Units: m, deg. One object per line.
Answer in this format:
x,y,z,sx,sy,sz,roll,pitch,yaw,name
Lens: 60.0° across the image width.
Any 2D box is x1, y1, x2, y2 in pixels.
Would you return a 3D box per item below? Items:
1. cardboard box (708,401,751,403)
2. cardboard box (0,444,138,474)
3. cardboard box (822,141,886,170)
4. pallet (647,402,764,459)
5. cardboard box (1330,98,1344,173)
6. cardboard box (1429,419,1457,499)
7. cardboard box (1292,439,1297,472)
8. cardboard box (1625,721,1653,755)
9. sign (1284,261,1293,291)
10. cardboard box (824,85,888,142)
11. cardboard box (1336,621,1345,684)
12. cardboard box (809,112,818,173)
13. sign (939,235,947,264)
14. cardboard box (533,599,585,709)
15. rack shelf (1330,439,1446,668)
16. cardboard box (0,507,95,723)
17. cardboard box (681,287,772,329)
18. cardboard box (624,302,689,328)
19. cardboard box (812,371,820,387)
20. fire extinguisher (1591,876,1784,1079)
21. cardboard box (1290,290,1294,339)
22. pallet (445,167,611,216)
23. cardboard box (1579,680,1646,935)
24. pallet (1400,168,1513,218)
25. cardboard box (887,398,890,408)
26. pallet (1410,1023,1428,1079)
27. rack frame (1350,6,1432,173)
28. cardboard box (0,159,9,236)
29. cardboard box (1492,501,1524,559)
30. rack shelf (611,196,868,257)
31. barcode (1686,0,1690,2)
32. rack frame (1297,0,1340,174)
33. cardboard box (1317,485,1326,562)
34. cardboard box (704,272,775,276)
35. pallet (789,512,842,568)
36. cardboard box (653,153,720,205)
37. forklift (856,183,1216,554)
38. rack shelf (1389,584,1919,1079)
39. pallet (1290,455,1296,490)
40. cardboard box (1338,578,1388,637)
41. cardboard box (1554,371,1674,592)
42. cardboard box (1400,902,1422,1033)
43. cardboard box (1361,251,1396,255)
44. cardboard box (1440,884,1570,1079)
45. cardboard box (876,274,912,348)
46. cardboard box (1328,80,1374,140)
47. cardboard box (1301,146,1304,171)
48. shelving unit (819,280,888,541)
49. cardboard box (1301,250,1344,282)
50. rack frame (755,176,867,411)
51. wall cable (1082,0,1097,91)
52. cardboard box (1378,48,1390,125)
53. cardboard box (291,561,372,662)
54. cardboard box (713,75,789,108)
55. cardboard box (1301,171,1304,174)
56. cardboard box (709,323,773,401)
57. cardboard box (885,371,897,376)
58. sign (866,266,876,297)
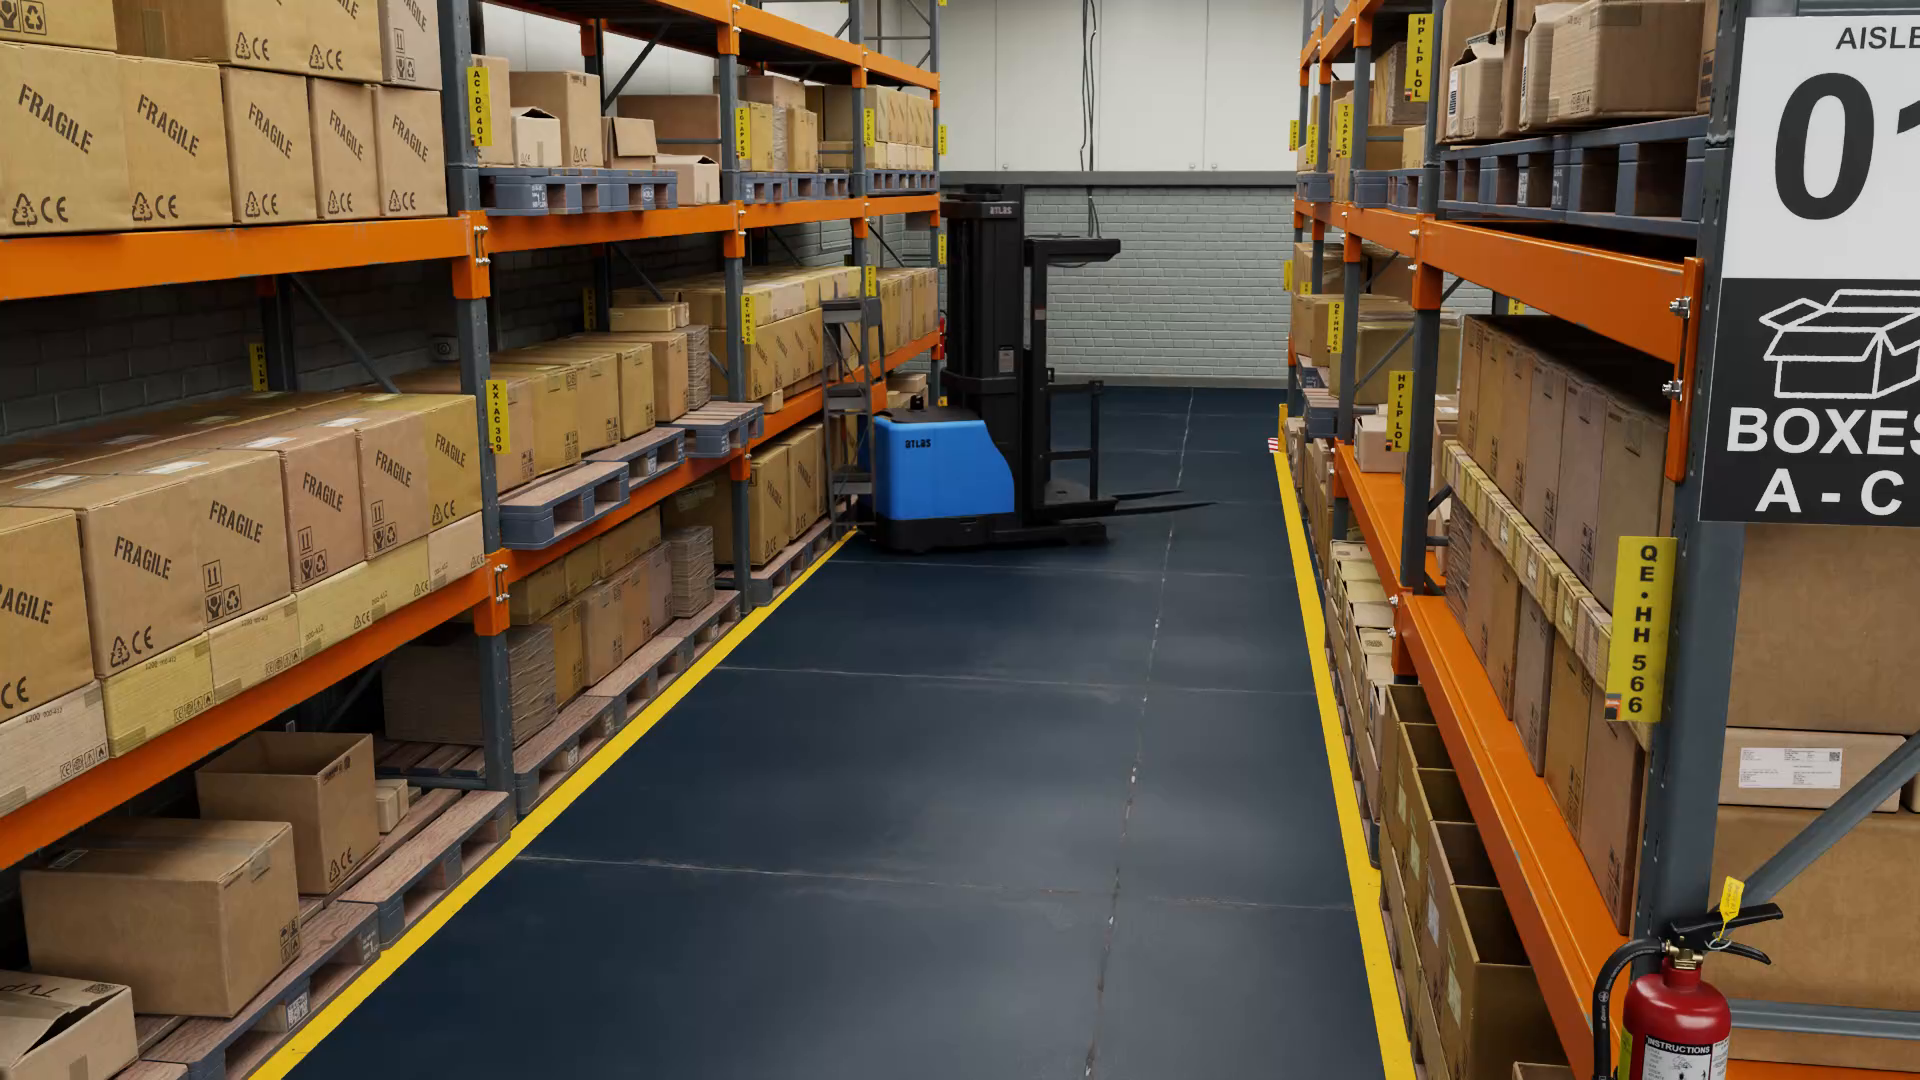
-1.684,-0.916,11.674,0.380,0.149,0.250,2,12,8,cardboard box
-3.092,-0.028,5.532,0.500,0.500,0.500,2,12,9,cardboard box
-0.982,-3.583,15.503,0.500,0.250,0.500,2,12,8,cardboard box
-1.968,-0.723,10.682,1.213,0.211,1.003,2,12,9,pallet
3.397,-3.308,13.632,0.600,0.600,0.600,1,12,3,cardboard box
2.532,-0.294,7.999,0.500,0.500,0.500,3,12,13,cardboard box
3.470,-0.826,16.043,0.500,0.311,0.500,2,12,9,cardboard box
1.611,0.351,3.470,0.380,0.149,0.250,2,12,10,cardboard box
3.626,-2.915,18.343,0.100,0.325,0.005,2,12,9,sign
-0.962,-3.954,15.442,0.500,0.500,0.500,2,12,8,cardboard box
2.411,0.643,9.420,0.500,0.250,0.500,2,12,7,cardboard box
-1.592,-3.352,14.024,0.700,0.500,0.500,1,12,6,cardboard box
-0.199,-3.295,18.852,0.100,0.325,0.005,2,12,9,sign
-2.452,0.608,8.940,0.700,0.500,0.500,2,12,8,cardboard box
2.624,-0.041,8.769,1.077,0.370,4.000,2,12,9,rack shelf
-2.738,0.202,4.465,0.500,0.500,0.500,2,12,9,cardboard box
-1.635,-1.631,11.671,0.500,0.250,0.500,2,12,10,cardboard box
-1.987,-1.477,10.903,0.380,0.149,0.250,0,12,1,cardboard box
-1.359,-1.345,13.665,0.380,0.149,0.250,2,12,7,cardboard box
1.224,0.904,2.861,0.296,0.674,0.183,2,12,9,fire extinguisher
3.833,-2.439,17.953,0.500,0.500,0.500,2,12,10,cardboard box
-2.379,-1.635,7.787,1.213,0.211,1.003,2,12,9,pallet
1.862,0.602,3.844,0.700,0.500,0.500,2,12,10,cardboard box
2.439,-1.533,7.319,0.805,0.209,1.217,1,12,6,pallet
-0.899,-1.319,16.391,0.380,0.149,0.250,2,12,11,cardboard box
1.968,1.806,5.111,1.003,0.211,1.213,2,12,9,pallet
2.932,-3.741,9.993,1.000,3.000,0.127,2,12,9,rack frame
-2.778,-1.000,4.109,0.500,0.500,0.500,3,12,12,cardboard box
1.890,-0.024,5.207,0.380,0.149,0.250,2,12,7,cardboard box
-1.656,-2.499,13.058,1.077,0.370,4.000,2,12,9,rack shelf
1.271,-0.972,2.884,0.001,0.075,0.075,2,12,9,barcode
4.162,-5.407,17.720,1.000,3.000,0.127,2,12,9,rack frame
2.924,-0.112,12.281,0.500,0.500,0.500,1,12,7,cardboard box
-1.823,-2.071,13.710,0.500,0.250,0.500,1,12,7,cardboard box
-1.578,-0.020,13.585,1.003,0.211,1.213,2,12,9,pallet
-1.808,-2.242,10.321,0.500,0.311,0.500,2,12,9,cardboard box
0.691,-1.494,13.967,3.031,2.935,1.130,-5,13,-20,forklift
2.009,0.792,4.905,1.077,0.370,4.000,2,12,9,rack shelf
3.839,-0.676,16.628,1.003,0.211,1.213,2,12,9,pallet
2.408,0.371,9.349,0.500,0.311,0.500,2,12,7,cardboard box
1.946,-0.149,4.246,0.700,0.500,0.500,2,12,9,cardboard box
1.782,1.458,5.640,0.500,0.250,0.500,2,12,9,cardboard box
4.056,-2.482,15.781,0.500,0.500,0.500,2,12,7,cardboard box
1.629,1.299,4.595,0.500,0.500,0.500,2,12,9,cardboard box
-1.029,-2.364,17.128,0.980,0.700,0.700,1,12,6,cardboard box
3.584,-3.748,14.532,0.700,0.500,0.500,2,12,9,cardboard box
3.671,-3.805,16.577,0.500,0.250,0.500,2,12,9,cardboard box
-0.859,-1.069,13.734,0.431,2.100,0.503,-1,11,12,shelving unit
3.523,-2.504,15.882,0.500,0.500,0.500,2,12,9,cardboard box
-1.348,-1.801,15.230,1.000,3.000,0.127,2,12,9,rack frame
3.163,-7.595,23.259,3.097,2.526,0.112,2,12,9,wall cable
3.083,-3.009,11.106,0.500,0.500,0.500,2,12,9,cardboard box
-2.499,0.245,6.045,0.500,0.250,0.500,2,12,8,cardboard box
-1.683,-3.603,13.412,0.500,0.250,0.500,1,12,7,cardboard box
3.667,-3.560,16.630,0.500,0.250,0.500,2,12,9,cardboard box
-1.636,-1.265,11.753,0.500,0.500,0.500,2,12,10,cardboard box
-0.921,-1.818,18.704,0.380,0.149,0.250,2,12,9,cardboard box
-0.811,-2.313,15.044,0.100,0.325,0.005,2,12,9,sign
